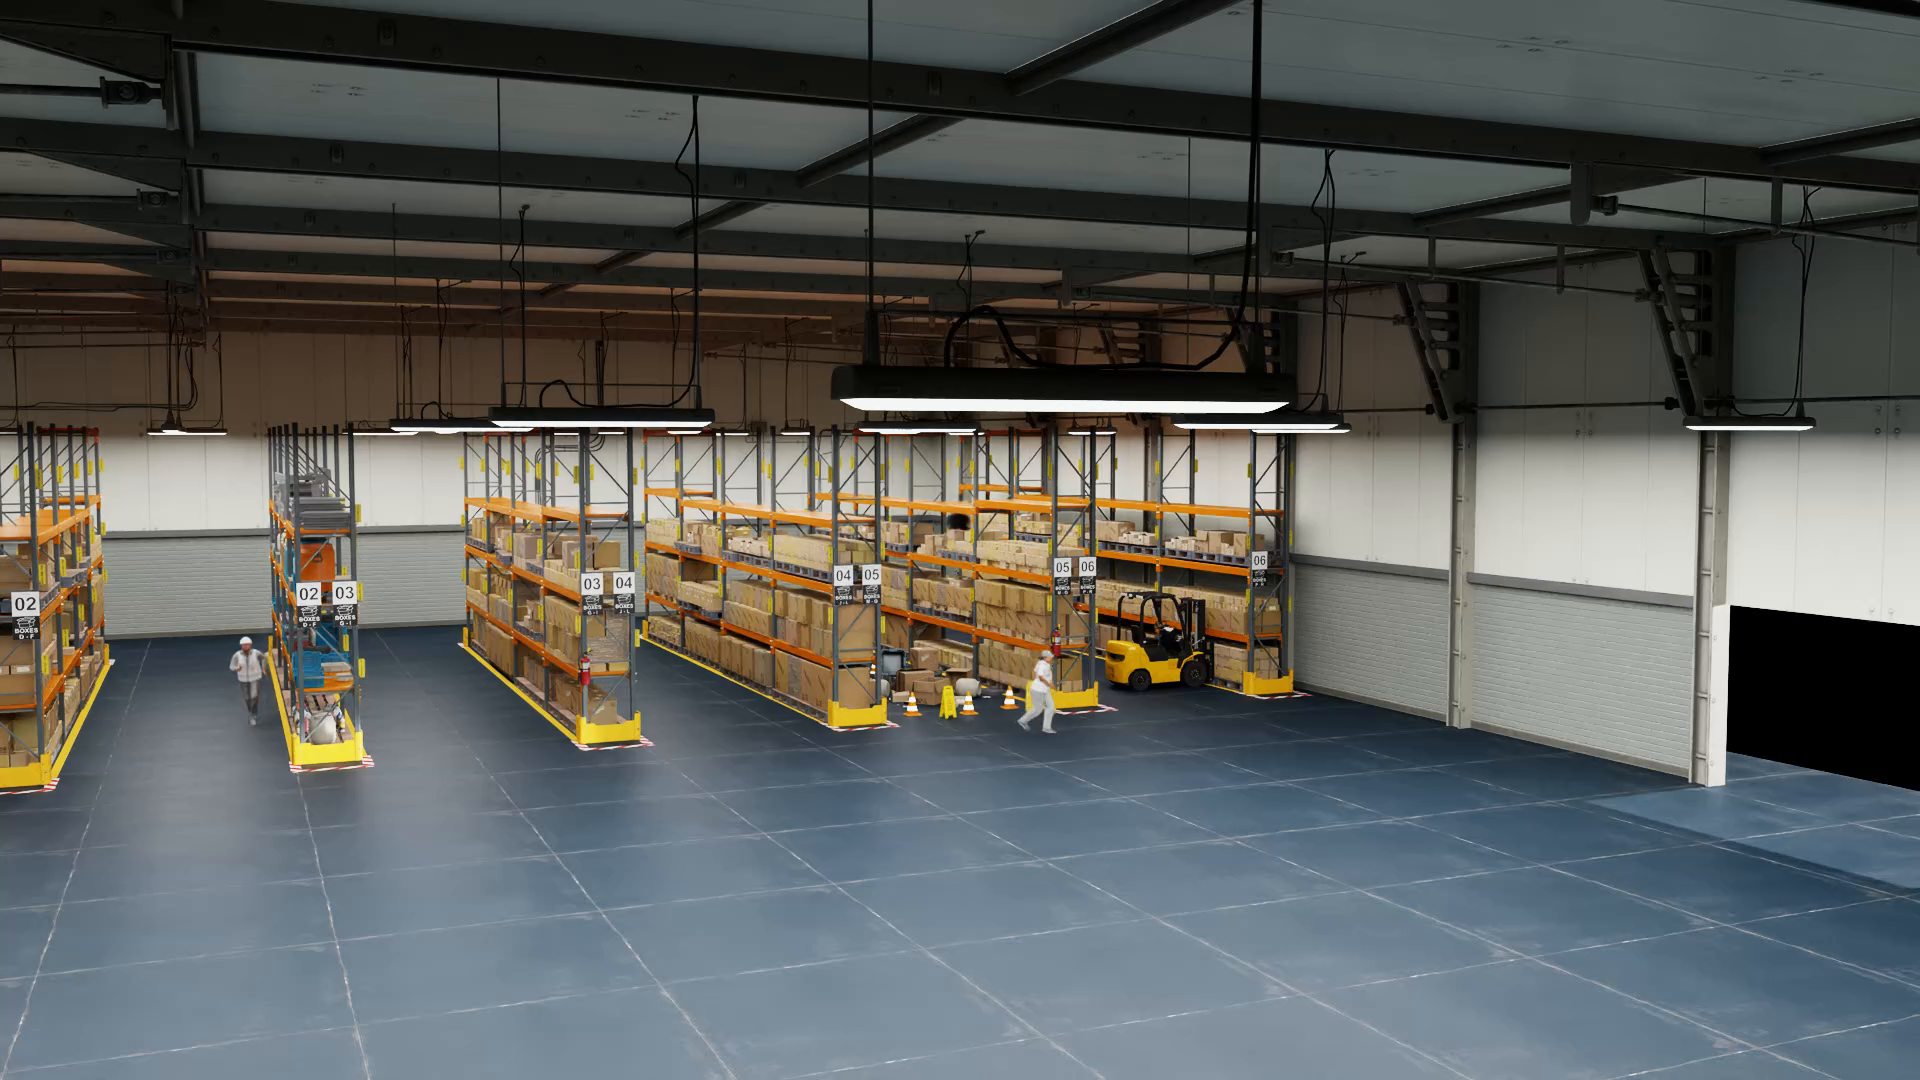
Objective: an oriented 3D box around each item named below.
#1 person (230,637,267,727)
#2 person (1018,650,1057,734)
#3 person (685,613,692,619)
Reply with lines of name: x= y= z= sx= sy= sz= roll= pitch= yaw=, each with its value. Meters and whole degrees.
person: x=-14.270 y=2.809 z=33.389 sx=0.653 sy=1.770 sz=0.965 roll=-1 pitch=4 yaw=-10
person: x=1.494 y=2.940 z=32.221 sx=0.795 sy=1.634 sz=0.582 roll=1 pitch=4 yaw=18
person: x=-7.963 y=1.941 z=49.718 sx=0.605 sy=1.616 sz=0.801 roll=1 pitch=4 yaw=21
